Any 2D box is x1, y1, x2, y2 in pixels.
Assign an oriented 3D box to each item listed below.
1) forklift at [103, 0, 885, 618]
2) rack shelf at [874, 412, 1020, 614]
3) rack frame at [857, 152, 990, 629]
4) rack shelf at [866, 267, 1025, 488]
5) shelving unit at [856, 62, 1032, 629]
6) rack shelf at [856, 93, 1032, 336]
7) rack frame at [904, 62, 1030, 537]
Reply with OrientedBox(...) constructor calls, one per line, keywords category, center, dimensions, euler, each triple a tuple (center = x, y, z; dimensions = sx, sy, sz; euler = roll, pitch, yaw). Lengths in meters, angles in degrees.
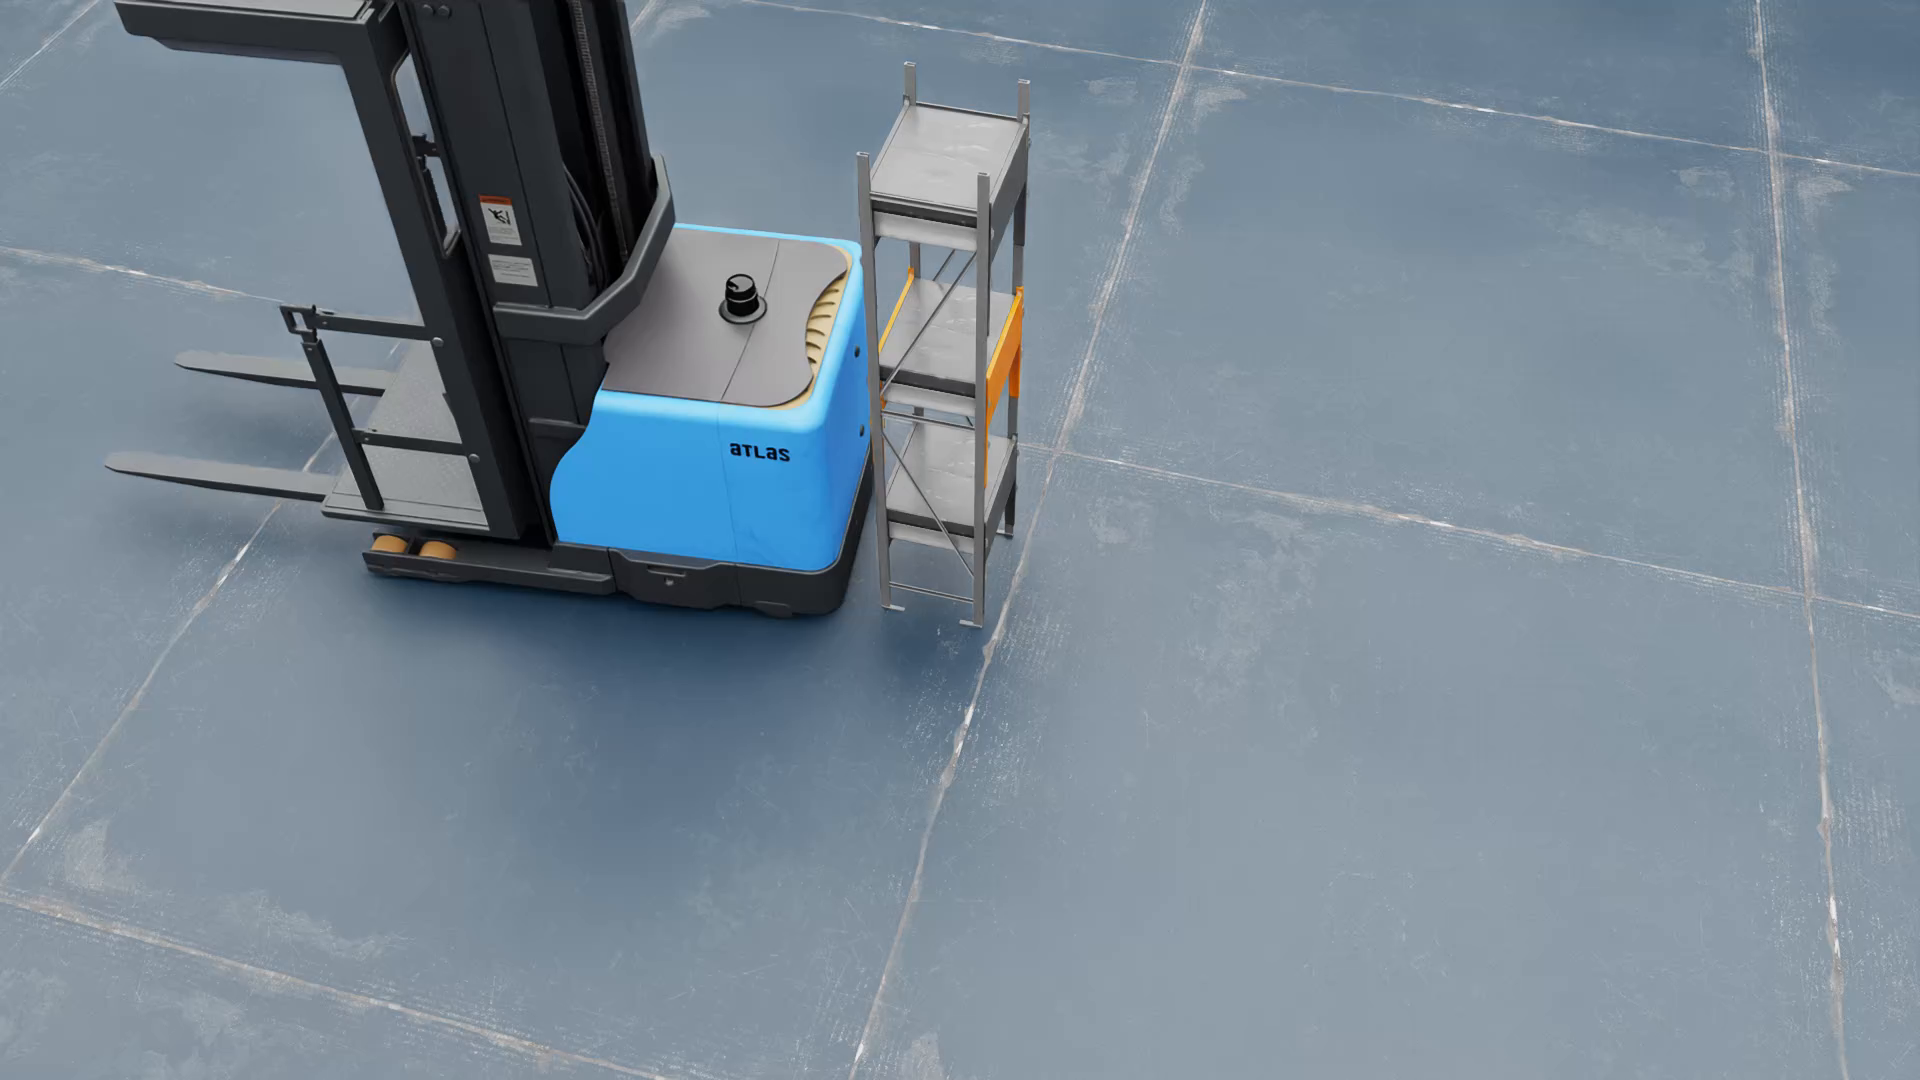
OrientedBox(category="forklift", center=(-1.874, -1.192, 5.766), dimensions=(3.031, 2.935, 1.130), euler=(7, 49, 6))
OrientedBox(category="rack shelf", center=(-0.044, -0.103, 6.311), dimensions=(0.431, 0.518, 0.480), euler=(12, 50, 10))
OrientedBox(category="rack frame", center=(-0.108, -0.399, 5.620), dimensions=(0.400, 2.100, 0.015), euler=(12, 50, 10))
OrientedBox(category="rack shelf", center=(-0.044, -0.566, 5.786), dimensions=(0.431, 0.518, 0.480), euler=(12, 50, 10))
OrientedBox(category="shelving unit", center=(-0.044, -0.575, 5.776), dimensions=(0.431, 2.100, 0.503), euler=(12, 50, 10))
OrientedBox(category="rack shelf", center=(-0.044, -1.029, 5.261), dimensions=(0.431, 0.518, 0.480), euler=(12, 50, 10))
OrientedBox(category="rack frame", center=(0.021, -0.752, 5.932), dimensions=(0.400, 2.100, 0.015), euler=(12, 50, 10))
